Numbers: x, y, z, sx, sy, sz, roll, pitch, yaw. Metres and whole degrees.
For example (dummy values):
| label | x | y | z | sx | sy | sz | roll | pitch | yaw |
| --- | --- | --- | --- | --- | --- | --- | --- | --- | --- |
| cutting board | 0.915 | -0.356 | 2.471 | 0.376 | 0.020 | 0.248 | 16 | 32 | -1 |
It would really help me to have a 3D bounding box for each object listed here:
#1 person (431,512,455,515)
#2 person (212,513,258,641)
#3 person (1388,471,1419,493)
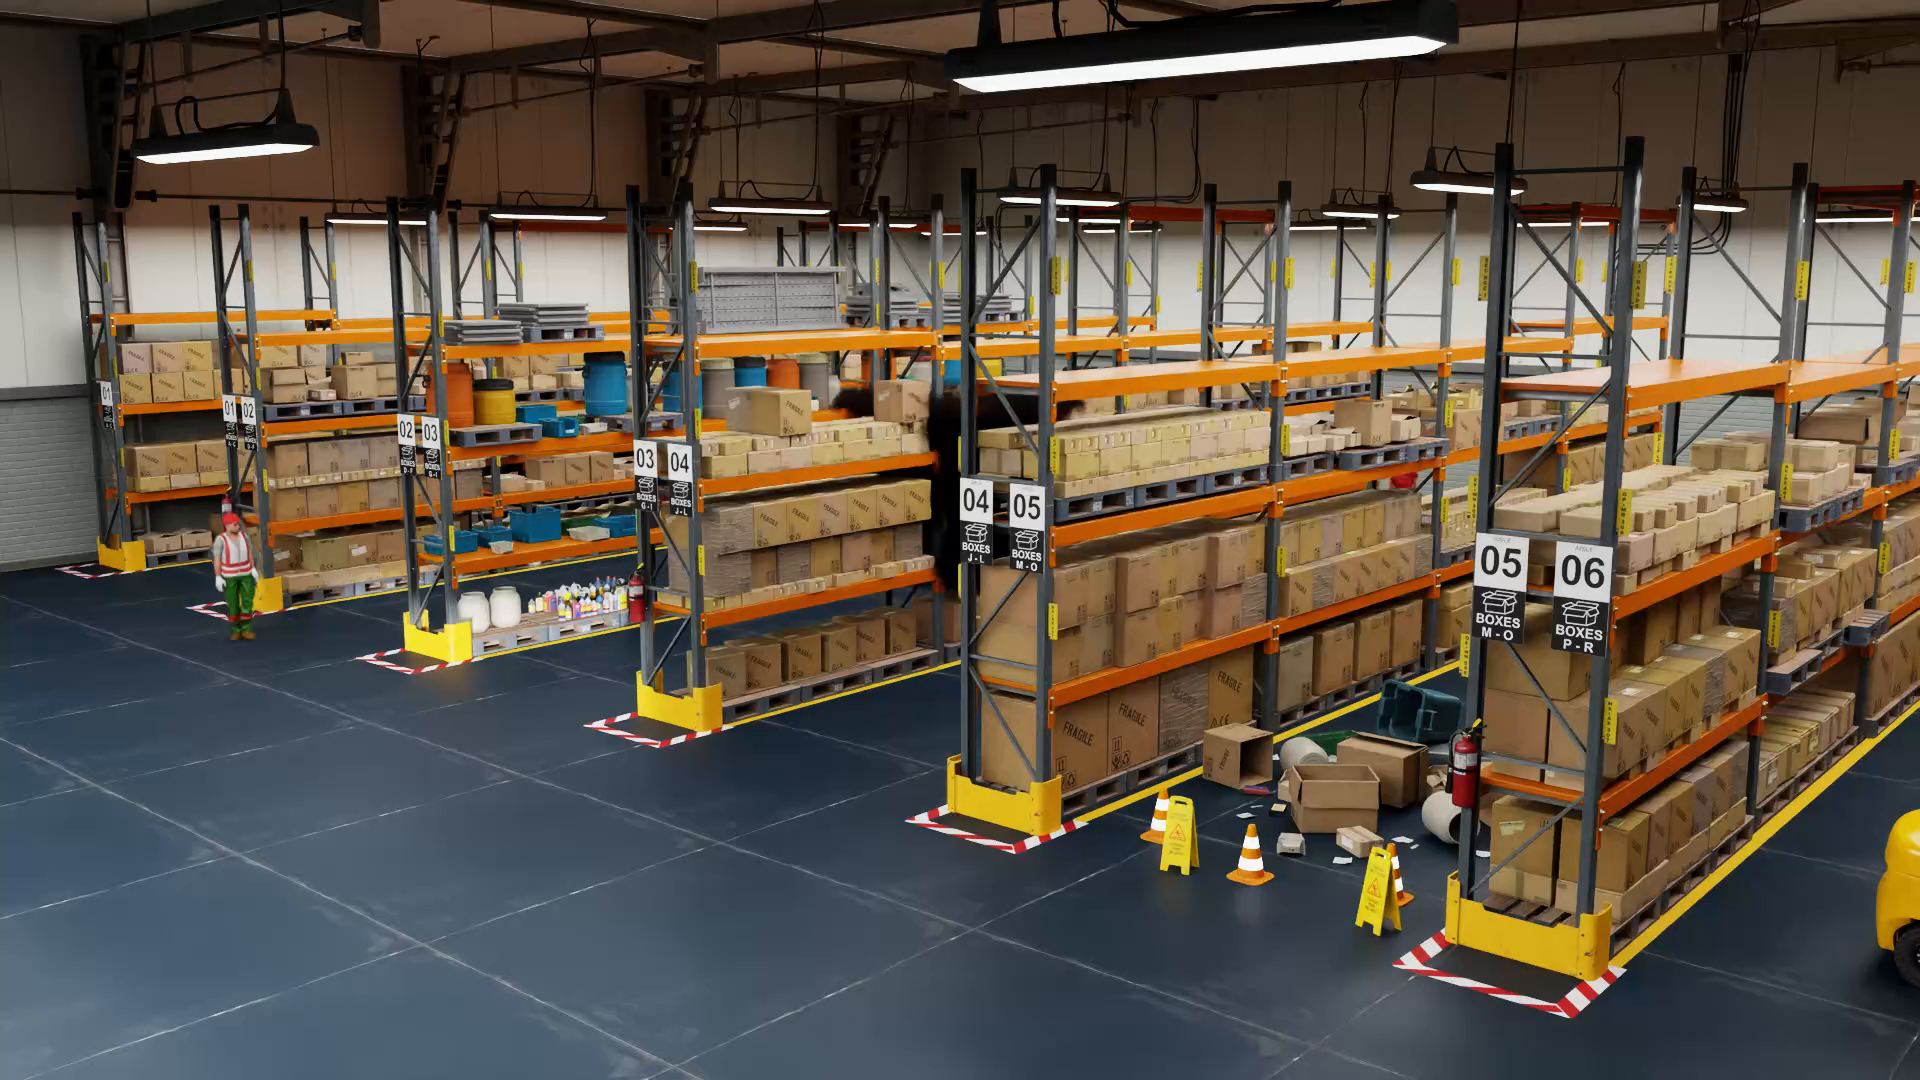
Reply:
| label | x | y | z | sx | sy | sz | roll | pitch | yaw |
| --- | --- | --- | --- | --- | --- | --- | --- | --- | --- |
| person | -9.437 | -0.631 | 30.273 | 0.367 | 1.583 | 0.521 | 3 | 10 | 20 |
| person | -9.961 | 0.498 | 22.892 | 0.593 | 1.784 | 0.408 | -8 | 12 | -40 |
| person | 8.338 | -0.885 | 31.358 | 0.572 | 1.690 | 0.750 | -2 | 10 | -13 |
